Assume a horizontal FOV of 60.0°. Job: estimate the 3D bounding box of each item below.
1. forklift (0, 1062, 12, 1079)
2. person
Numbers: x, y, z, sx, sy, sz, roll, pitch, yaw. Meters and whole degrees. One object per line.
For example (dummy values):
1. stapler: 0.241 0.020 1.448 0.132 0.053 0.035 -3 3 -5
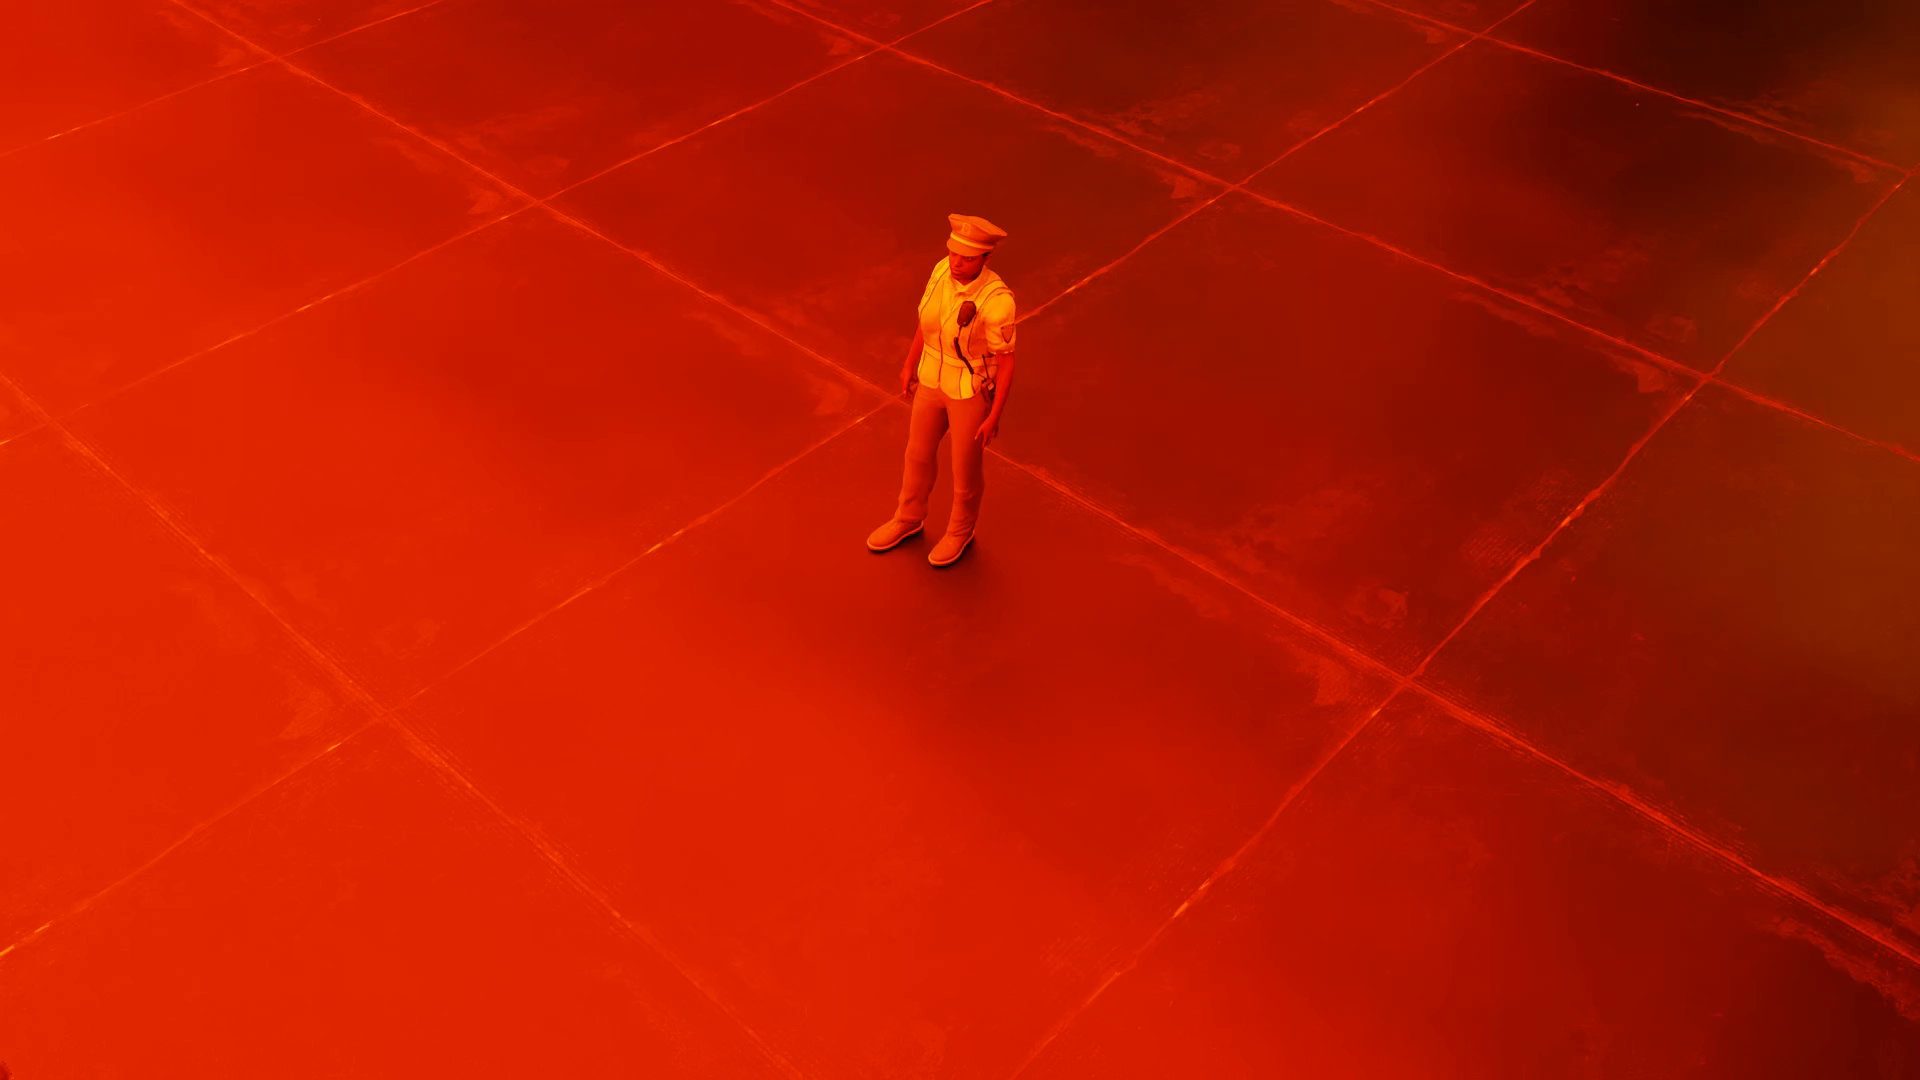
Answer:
1. forklift: -2.074 2.157 2.914 1.130 2.935 3.031 14 43 16
2. person: -0.065 -0.620 7.092 0.569 1.692 0.530 31 49 31
